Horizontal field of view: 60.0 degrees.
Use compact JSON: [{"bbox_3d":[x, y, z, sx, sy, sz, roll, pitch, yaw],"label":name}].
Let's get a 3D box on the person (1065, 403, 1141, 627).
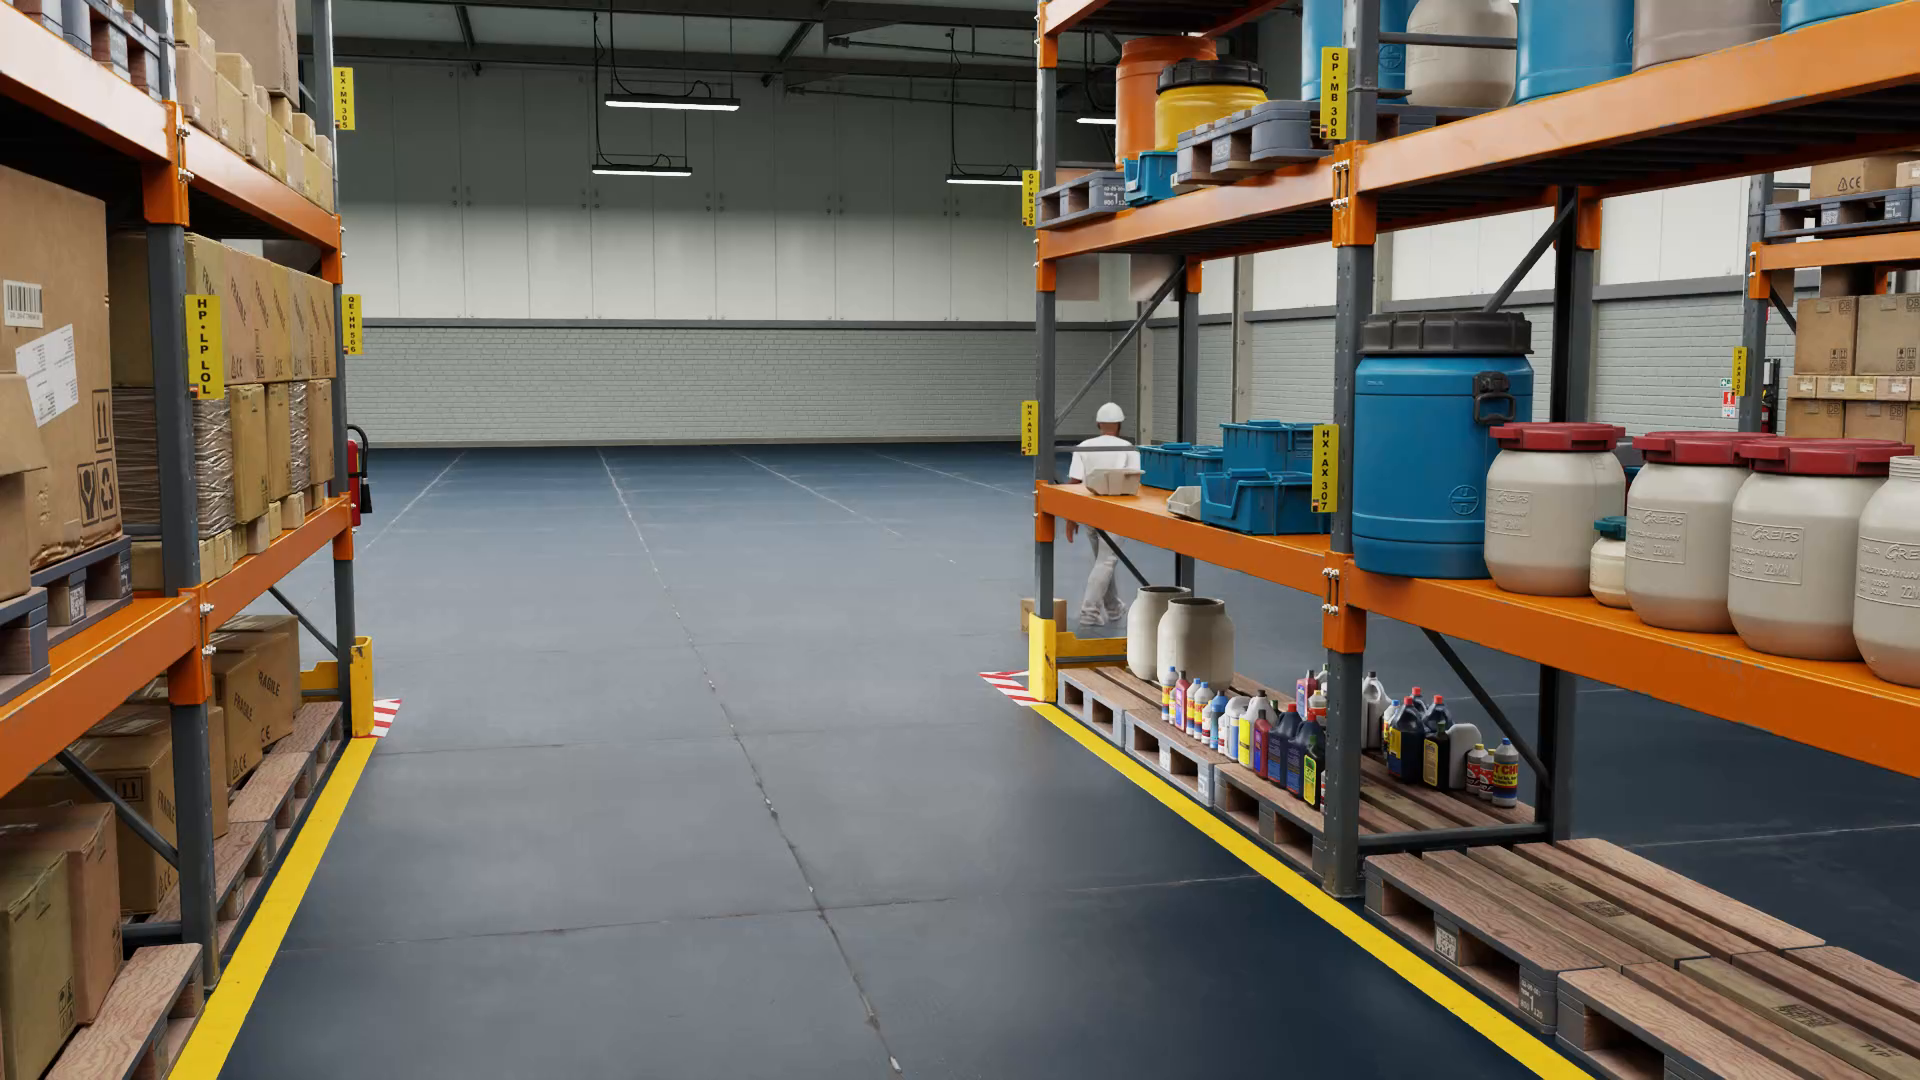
[{"bbox_3d":[1.140,-0.188,12.716,0.570,1.716,1.082,3,7,29],"label":"person"}]
